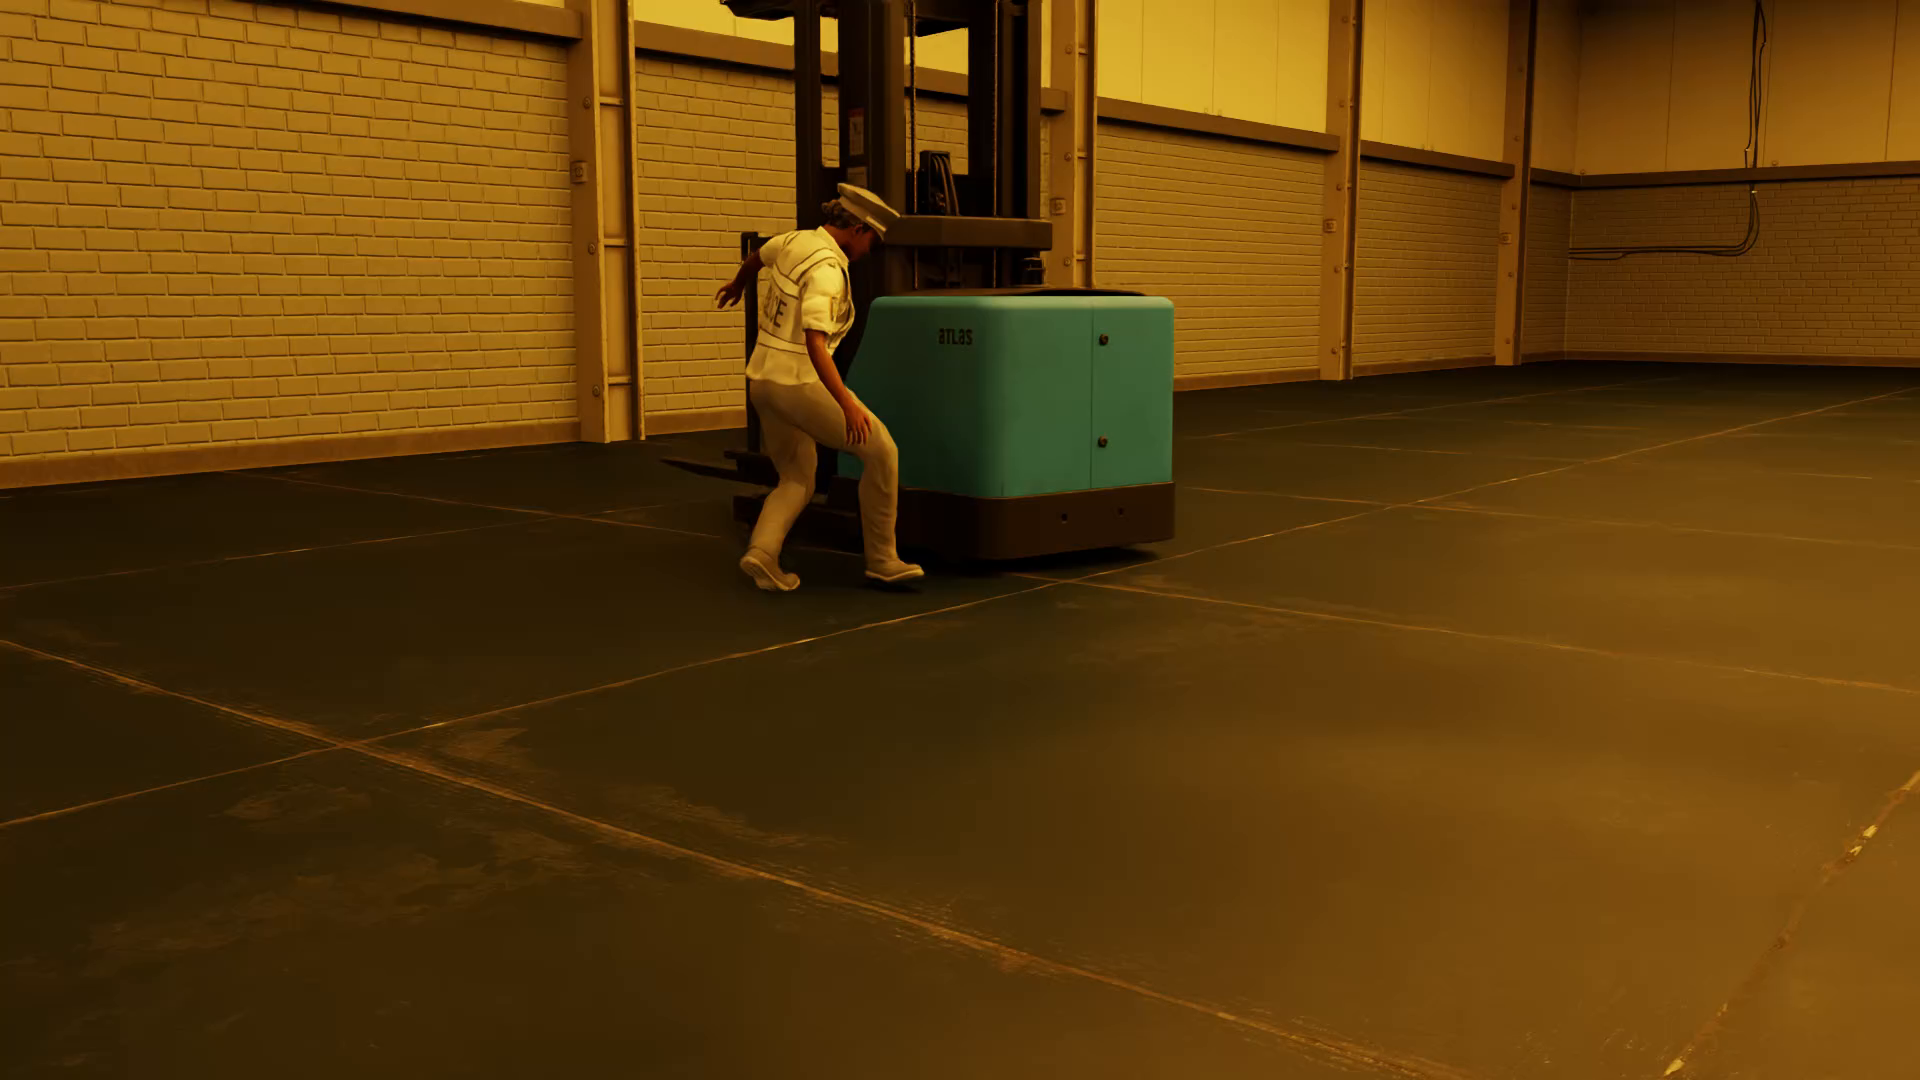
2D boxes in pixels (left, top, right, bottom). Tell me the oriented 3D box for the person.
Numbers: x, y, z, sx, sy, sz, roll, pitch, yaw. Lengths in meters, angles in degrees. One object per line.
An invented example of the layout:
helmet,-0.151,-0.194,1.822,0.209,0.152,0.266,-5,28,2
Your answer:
person,-1.334,-0.592,5.874,0.405,1.630,0.791,-3,9,-21

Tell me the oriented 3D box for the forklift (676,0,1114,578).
forklift,-0.176,-1.366,6.616,1.130,2.935,3.031,3,9,17
